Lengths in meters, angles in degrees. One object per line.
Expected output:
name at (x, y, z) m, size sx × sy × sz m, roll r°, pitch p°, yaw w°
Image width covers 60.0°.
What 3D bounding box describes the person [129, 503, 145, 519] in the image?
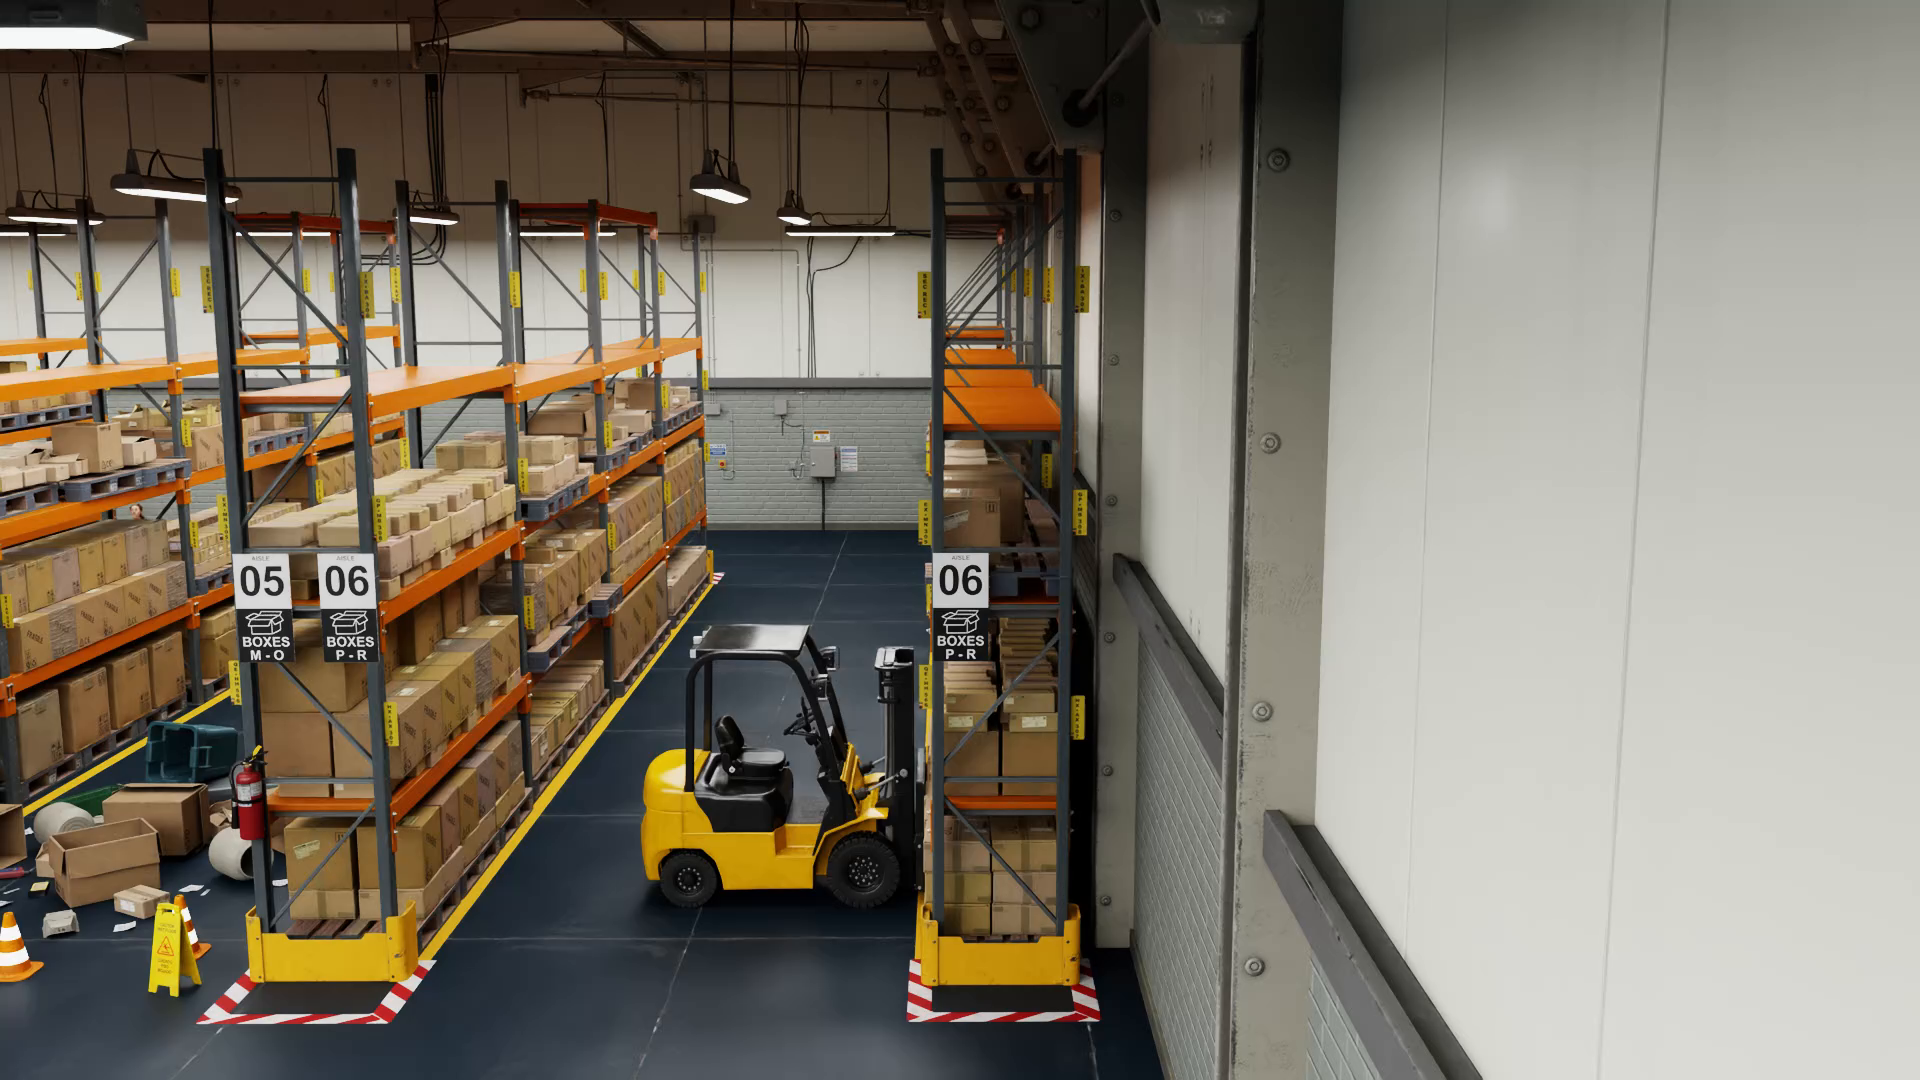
person at (-12.657, 0.261, 25.585) m, size 0.533 × 1.676 × 0.694 m, roll -3°, pitch 9°, yaw -15°
